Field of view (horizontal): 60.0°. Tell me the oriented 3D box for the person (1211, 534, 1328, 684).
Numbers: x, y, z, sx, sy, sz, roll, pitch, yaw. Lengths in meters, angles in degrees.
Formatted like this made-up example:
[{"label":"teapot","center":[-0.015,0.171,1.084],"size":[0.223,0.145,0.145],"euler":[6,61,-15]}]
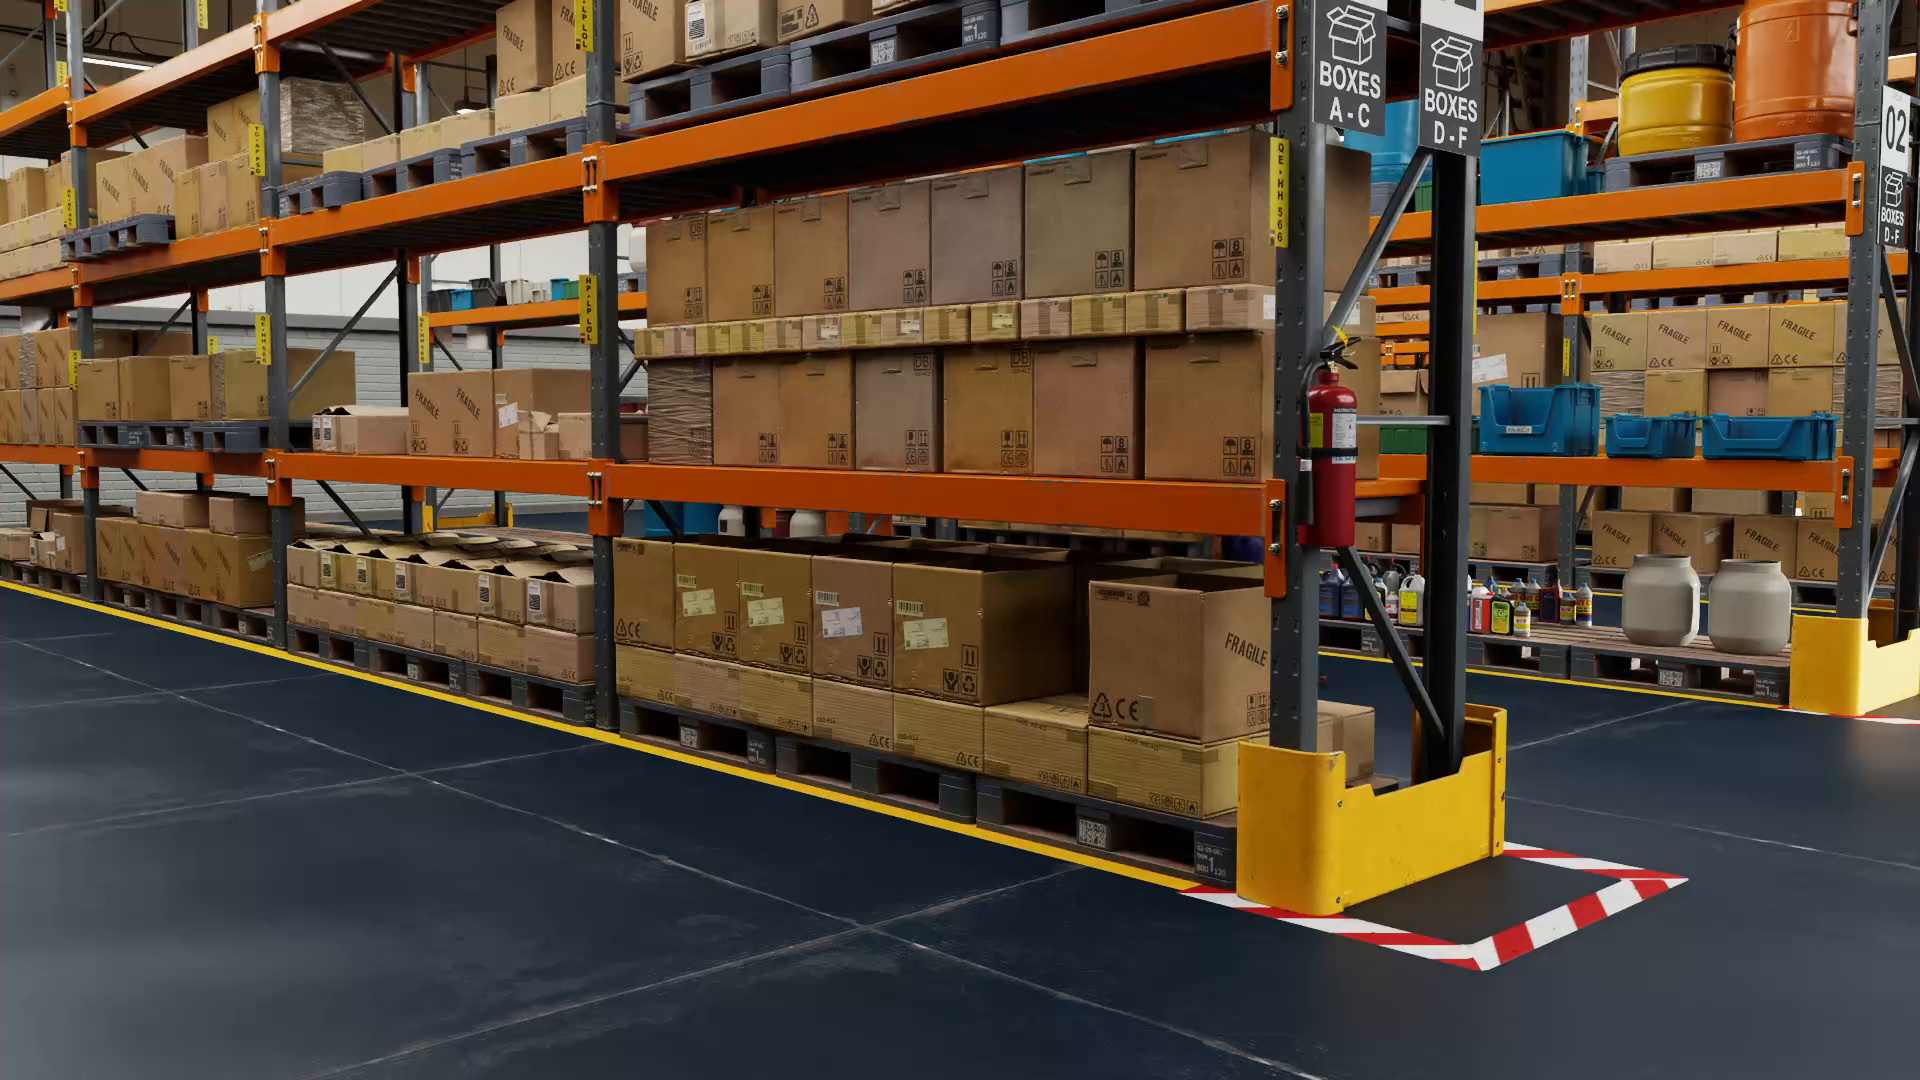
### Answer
[{"label":"person","center":[1.762,-0.010,9.627],"size":[0.978,1.590,0.490],"euler":[3,5,40]}]
